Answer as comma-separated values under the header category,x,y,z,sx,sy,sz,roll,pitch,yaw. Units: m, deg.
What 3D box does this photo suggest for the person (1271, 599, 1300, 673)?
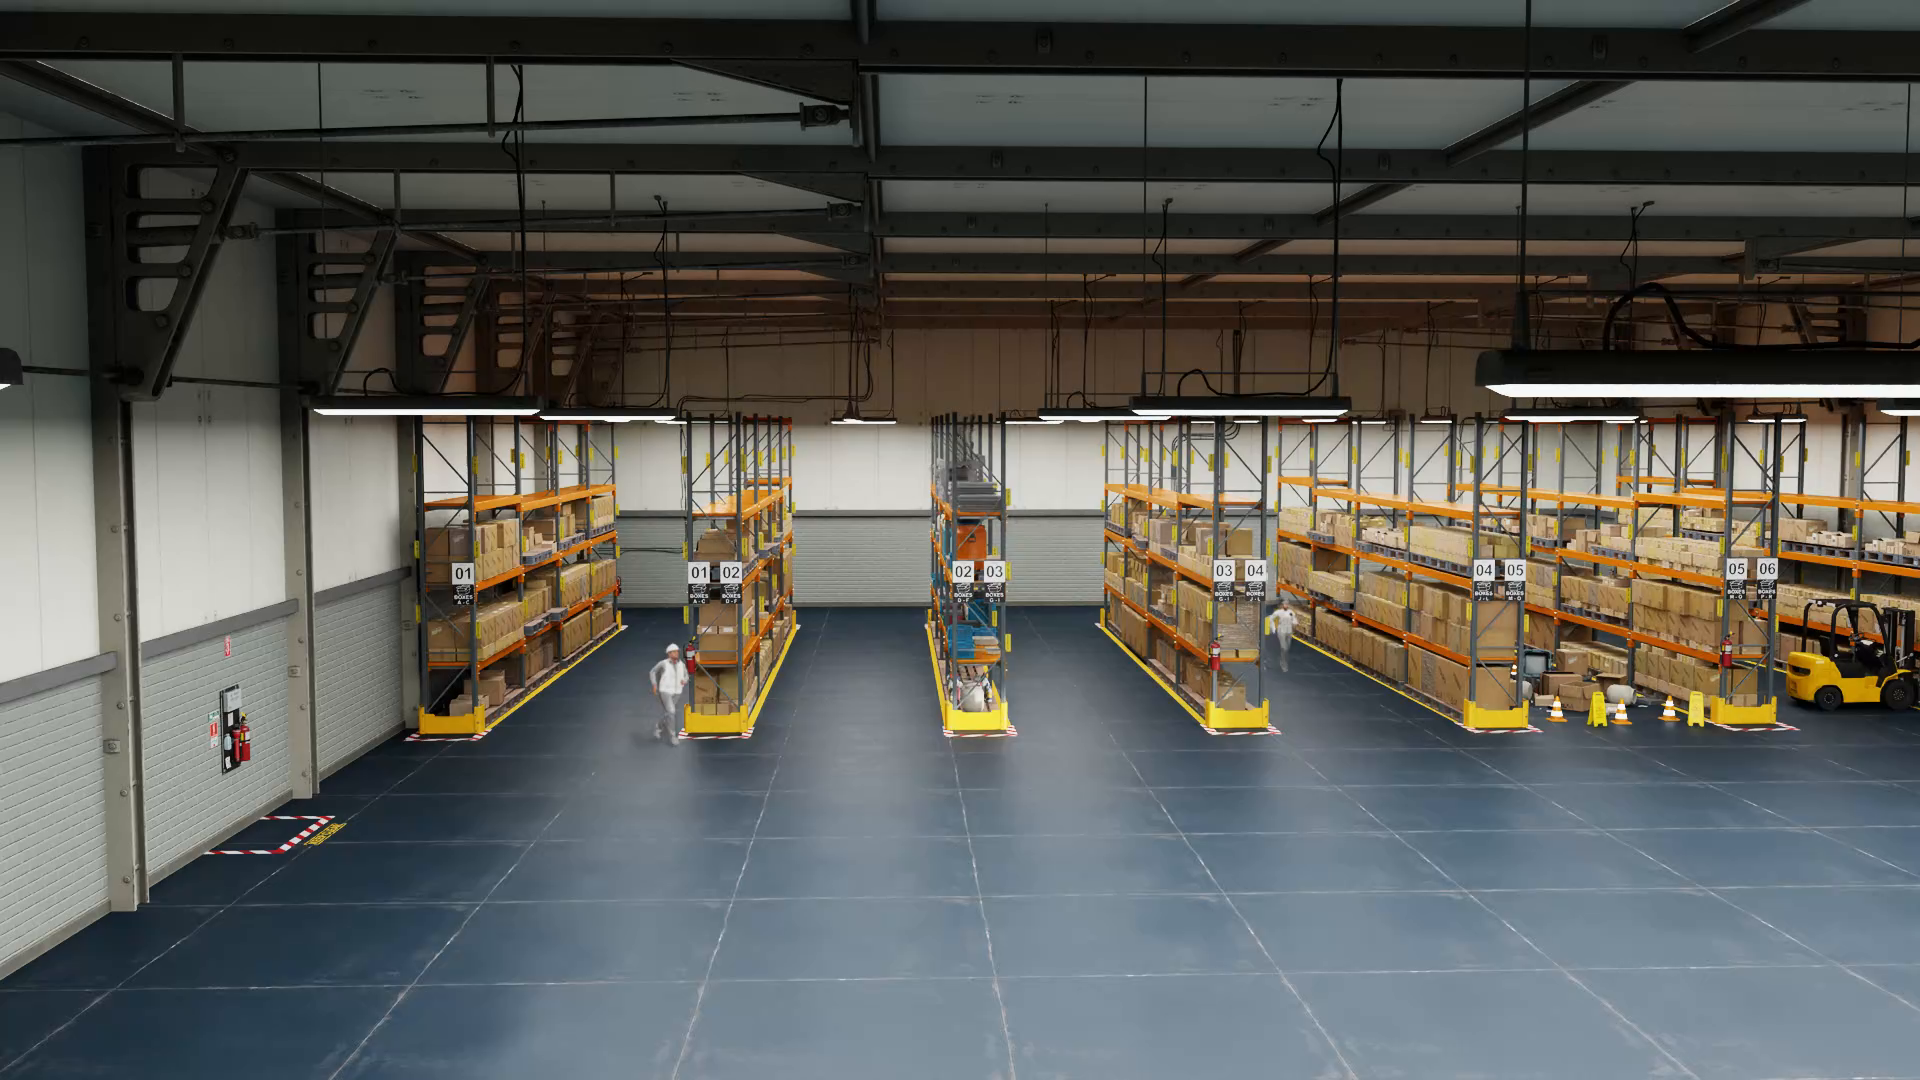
category,x,y,z,sx,sy,sz,roll,pitch,yaw
person,7.625,2.211,38.836,0.604,1.696,0.907,-1,4,-12

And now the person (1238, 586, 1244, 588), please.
category,x,y,z,sx,sy,sz,roll,pitch,yaw
person,7.908,1.583,48.457,0.863,1.687,0.857,-1,4,-20

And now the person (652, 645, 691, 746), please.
category,x,y,z,sx,sy,sz,roll,pitch,yaw
person,-5.166,2.789,30.140,0.679,1.758,0.878,-3,5,-41
